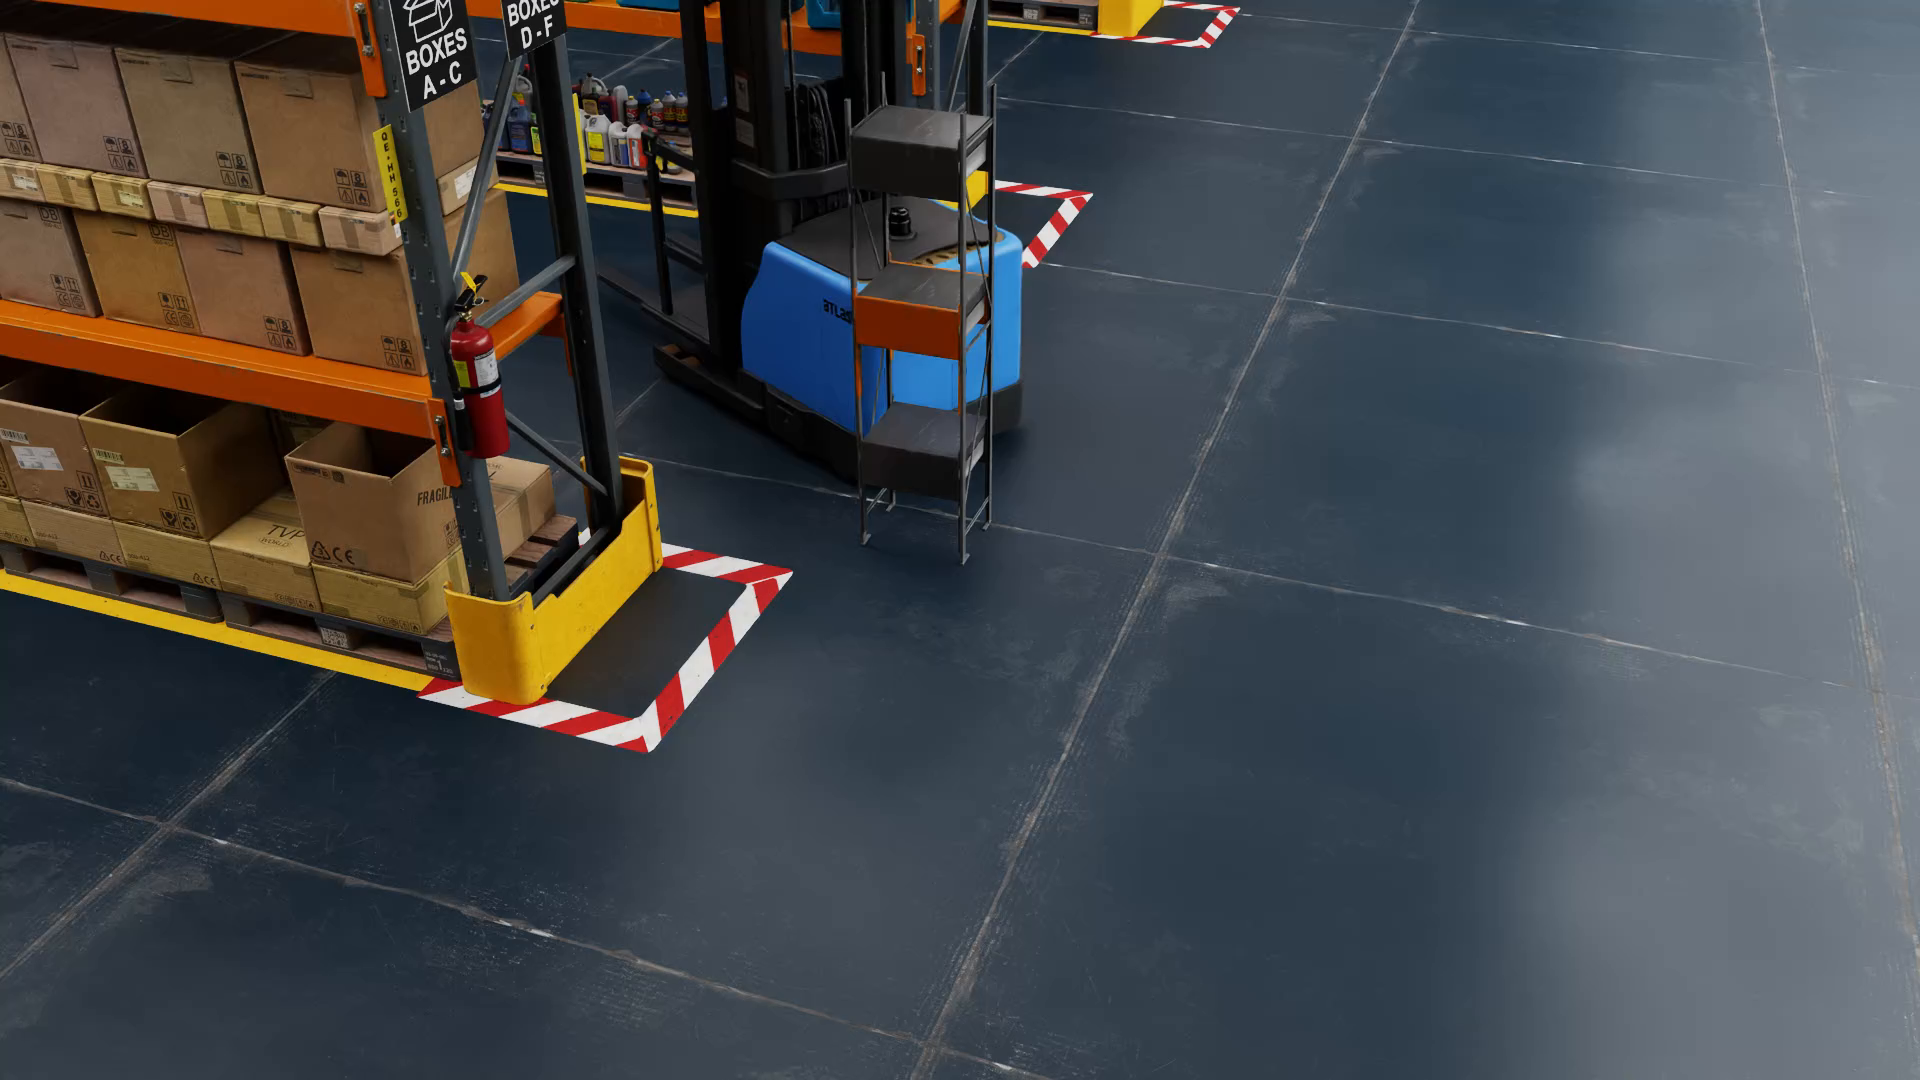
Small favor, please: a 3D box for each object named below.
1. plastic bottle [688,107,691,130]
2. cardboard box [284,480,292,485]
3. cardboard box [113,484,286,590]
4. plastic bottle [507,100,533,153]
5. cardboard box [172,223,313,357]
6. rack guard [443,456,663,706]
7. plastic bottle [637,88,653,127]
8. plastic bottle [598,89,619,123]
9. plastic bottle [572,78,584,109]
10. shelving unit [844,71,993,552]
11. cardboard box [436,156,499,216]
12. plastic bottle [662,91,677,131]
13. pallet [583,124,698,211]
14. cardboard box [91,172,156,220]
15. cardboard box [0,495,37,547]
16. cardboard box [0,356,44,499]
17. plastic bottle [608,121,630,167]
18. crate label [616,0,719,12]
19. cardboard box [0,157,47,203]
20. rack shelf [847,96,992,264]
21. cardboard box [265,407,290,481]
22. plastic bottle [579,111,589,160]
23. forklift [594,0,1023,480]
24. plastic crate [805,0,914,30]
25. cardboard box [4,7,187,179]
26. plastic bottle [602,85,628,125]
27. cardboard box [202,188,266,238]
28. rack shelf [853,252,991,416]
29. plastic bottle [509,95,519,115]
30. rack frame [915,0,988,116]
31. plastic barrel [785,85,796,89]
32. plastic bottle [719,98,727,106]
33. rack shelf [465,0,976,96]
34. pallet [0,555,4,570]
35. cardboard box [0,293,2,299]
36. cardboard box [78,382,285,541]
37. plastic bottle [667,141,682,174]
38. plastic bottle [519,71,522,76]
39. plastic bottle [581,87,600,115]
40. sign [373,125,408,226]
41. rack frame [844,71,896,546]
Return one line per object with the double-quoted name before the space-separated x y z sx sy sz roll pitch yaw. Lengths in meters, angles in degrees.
"plastic bottle" -1.852 -3.029 11.775 0.133 0.283 0.061 12 35 17
"cardboard box" -3.090 -0.330 7.643 0.500 0.250 0.500 11 34 16
"cardboard box" -3.269 -0.060 7.225 0.500 0.250 0.500 11 34 16
"plastic bottle" -3.011 -2.854 11.441 0.185 0.351 0.144 10 34 14
"cardboard box" -4.772 -1.144 7.438 4.930 1.340 1.023 12 35 18
"rack guard" -1.695 0.139 7.074 0.348 0.500 1.175 11 34 16
"plastic bottle" -2.253 -3.092 11.883 0.097 0.271 0.097 0 33 0
"plastic bottle" -2.504 -3.068 11.836 0.133 0.283 0.061 11 34 16
"plastic bottle" -2.757 -3.205 12.048 0.133 0.283 0.061 13 35 20
"shelving unit" -0.158 -0.913 7.228 0.499 2.100 0.431 11 34 16
"cardboard box" -2.015 -1.412 6.481 0.250 0.149 0.380 11 34 16
"plastic bottle" -2.062 -3.054 11.825 0.097 0.271 0.097 0 33 0
"pallet" -2.038 -2.638 11.641 1.213 0.211 1.003 11 34 16
"cardboard box" -3.113 -1.391 6.449 0.250 0.149 0.380 12 35 18
"cardboard box" -4.211 -0.241 7.505 0.500 0.250 0.500 11 34 16
"cardboard box" -4.211 -0.556 7.302 0.500 0.500 0.500 11 34 16
"plastic bottle" -2.279 -2.682 11.244 0.135 0.276 0.152 10 34 15
"crate label" -1.867 -3.658 10.617 0.616 0.435 0.502 11 34 16
"cardboard box" -3.603 -1.485 6.595 0.250 0.149 0.380 11 34 16
"rack shelf" -0.156 -1.489 6.855 0.480 0.518 0.431 11 34 16
"cardboard box" -3.094 -0.639 7.431 0.500 0.500 0.500 11 34 16
"plastic bottle" -2.611 -2.776 11.321 0.185 0.351 0.144 11 34 16
"forklift" -0.888 -2.050 8.223 1.333 2.935 3.695 -26 41 -34
"plastic crate" -0.616 -3.320 10.264 0.616 0.251 0.499 11 34 16
"cardboard box" -3.175 -1.789 6.468 0.500 0.500 0.700 11 34 17
"plastic bottle" -2.469 -3.120 11.922 0.135 0.276 0.152 12 35 17
"cardboard box" -2.630 -1.296 6.302 0.250 0.149 0.380 11 34 16
"rack shelf" -0.156 -0.901 7.235 0.480 0.518 0.431 11 34 16
"plastic bottle" -3.140 -2.962 11.609 0.185 0.351 0.144 11 34 16
"rack frame" -0.043 -3.444 10.319 0.127 3.000 1.000 11 34 16
"plastic barrel" -1.161 -2.748 11.148 0.421 0.512 0.421 0 33 0
"plastic bottle" -1.645 -2.973 11.700 0.097 0.271 0.097 0 33 0
"rack shelf" -1.926 -3.508 11.081 4.000 0.370 1.077 11 34 16
"pallet" -4.749 -0.309 8.034 1.213 0.211 1.003 11 34 16
"cardboard box" -4.094 -1.424 7.099 0.500 0.500 0.700 12 35 17
"cardboard box" -3.270 -0.373 7.019 0.500 0.500 0.500 11 34 16
"plastic bottle" -1.920 -2.565 11.132 0.097 0.201 0.097 0 33 0
"plastic bottle" -3.245 -3.300 12.194 0.133 0.283 0.061 13 35 19
"plastic bottle" -2.631 -3.098 11.881 0.133 0.283 0.061 11 34 16
"sign" -1.914 -1.227 5.599 0.005 0.325 0.100 11 34 16
"rack frame" -0.386 -0.957 7.297 0.015 2.100 0.400 11 34 16
